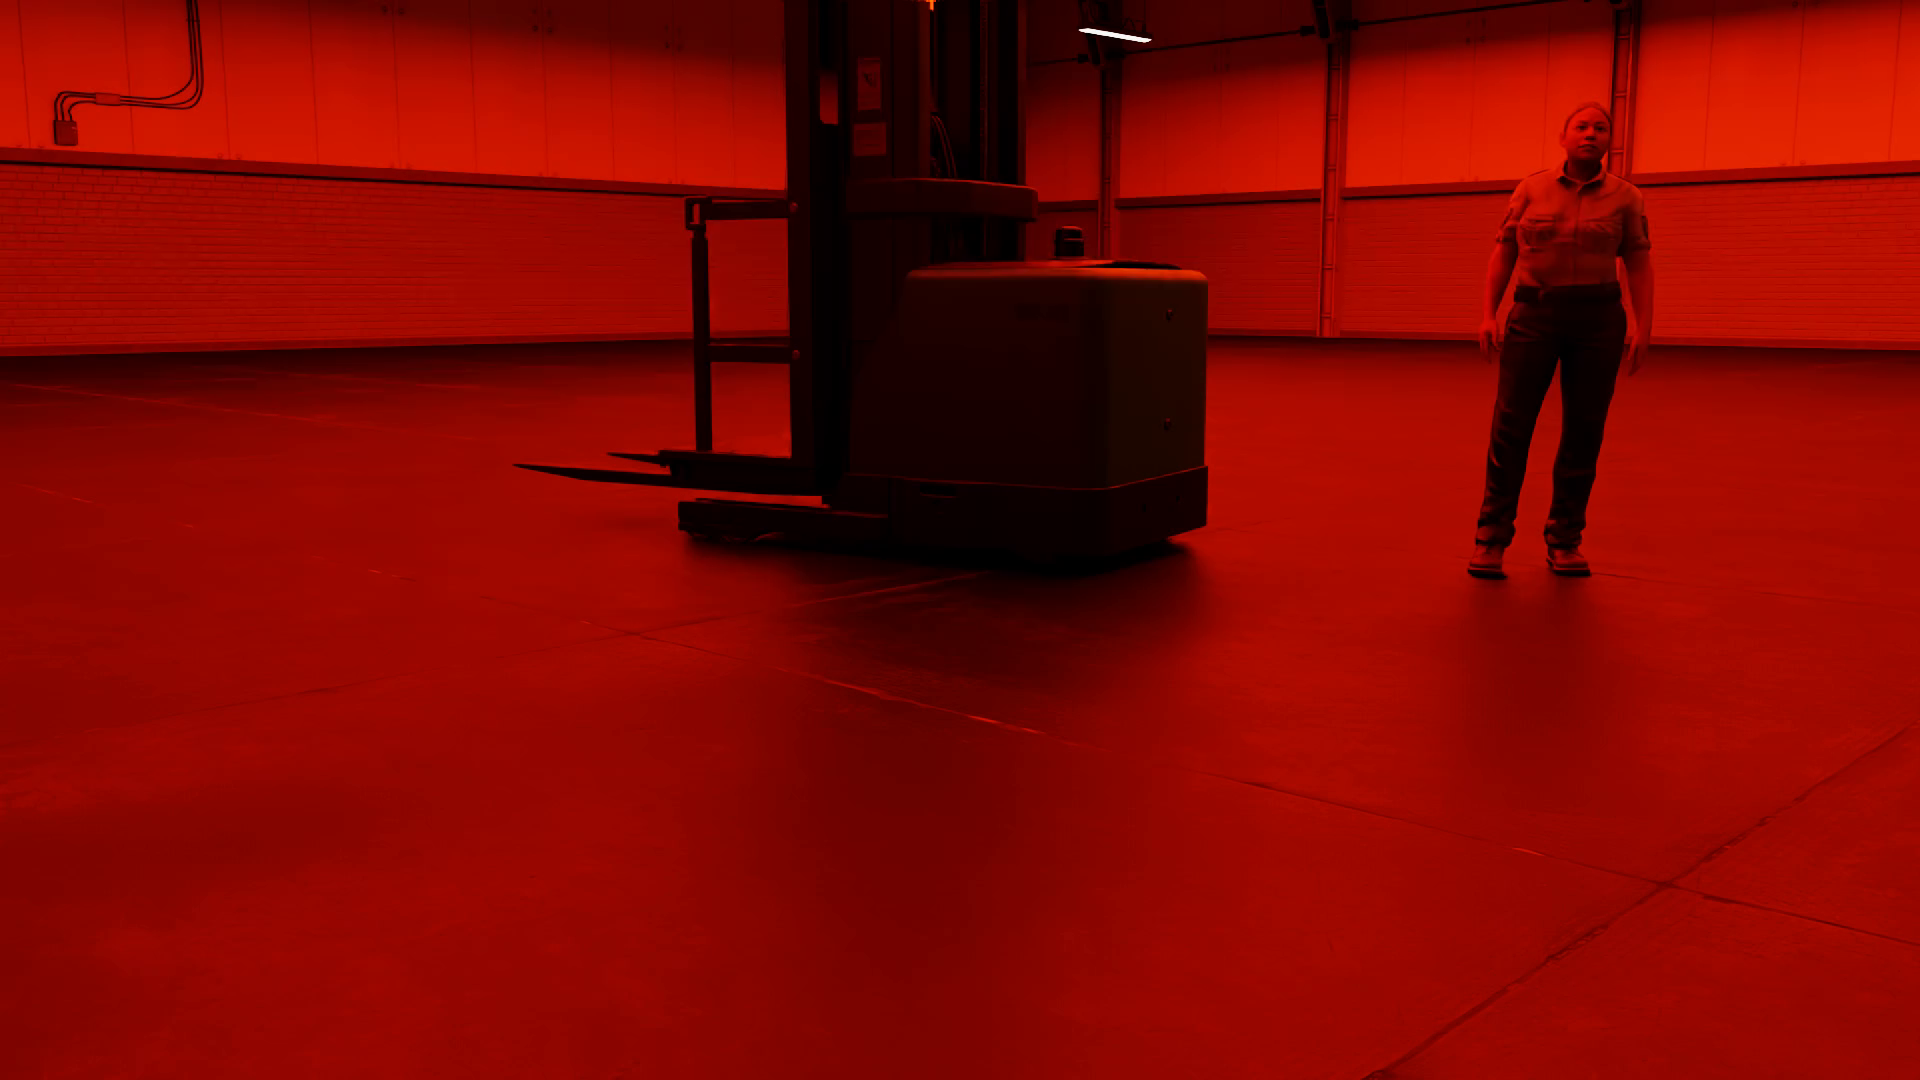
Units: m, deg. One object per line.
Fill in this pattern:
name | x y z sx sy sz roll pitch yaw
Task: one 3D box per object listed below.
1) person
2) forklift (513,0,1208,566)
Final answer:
person | 2.134 -0.704 5.867 0.587 1.643 0.504 3 9 16
forklift | -0.546 -1.495 6.802 3.031 2.935 1.130 5 10 31
